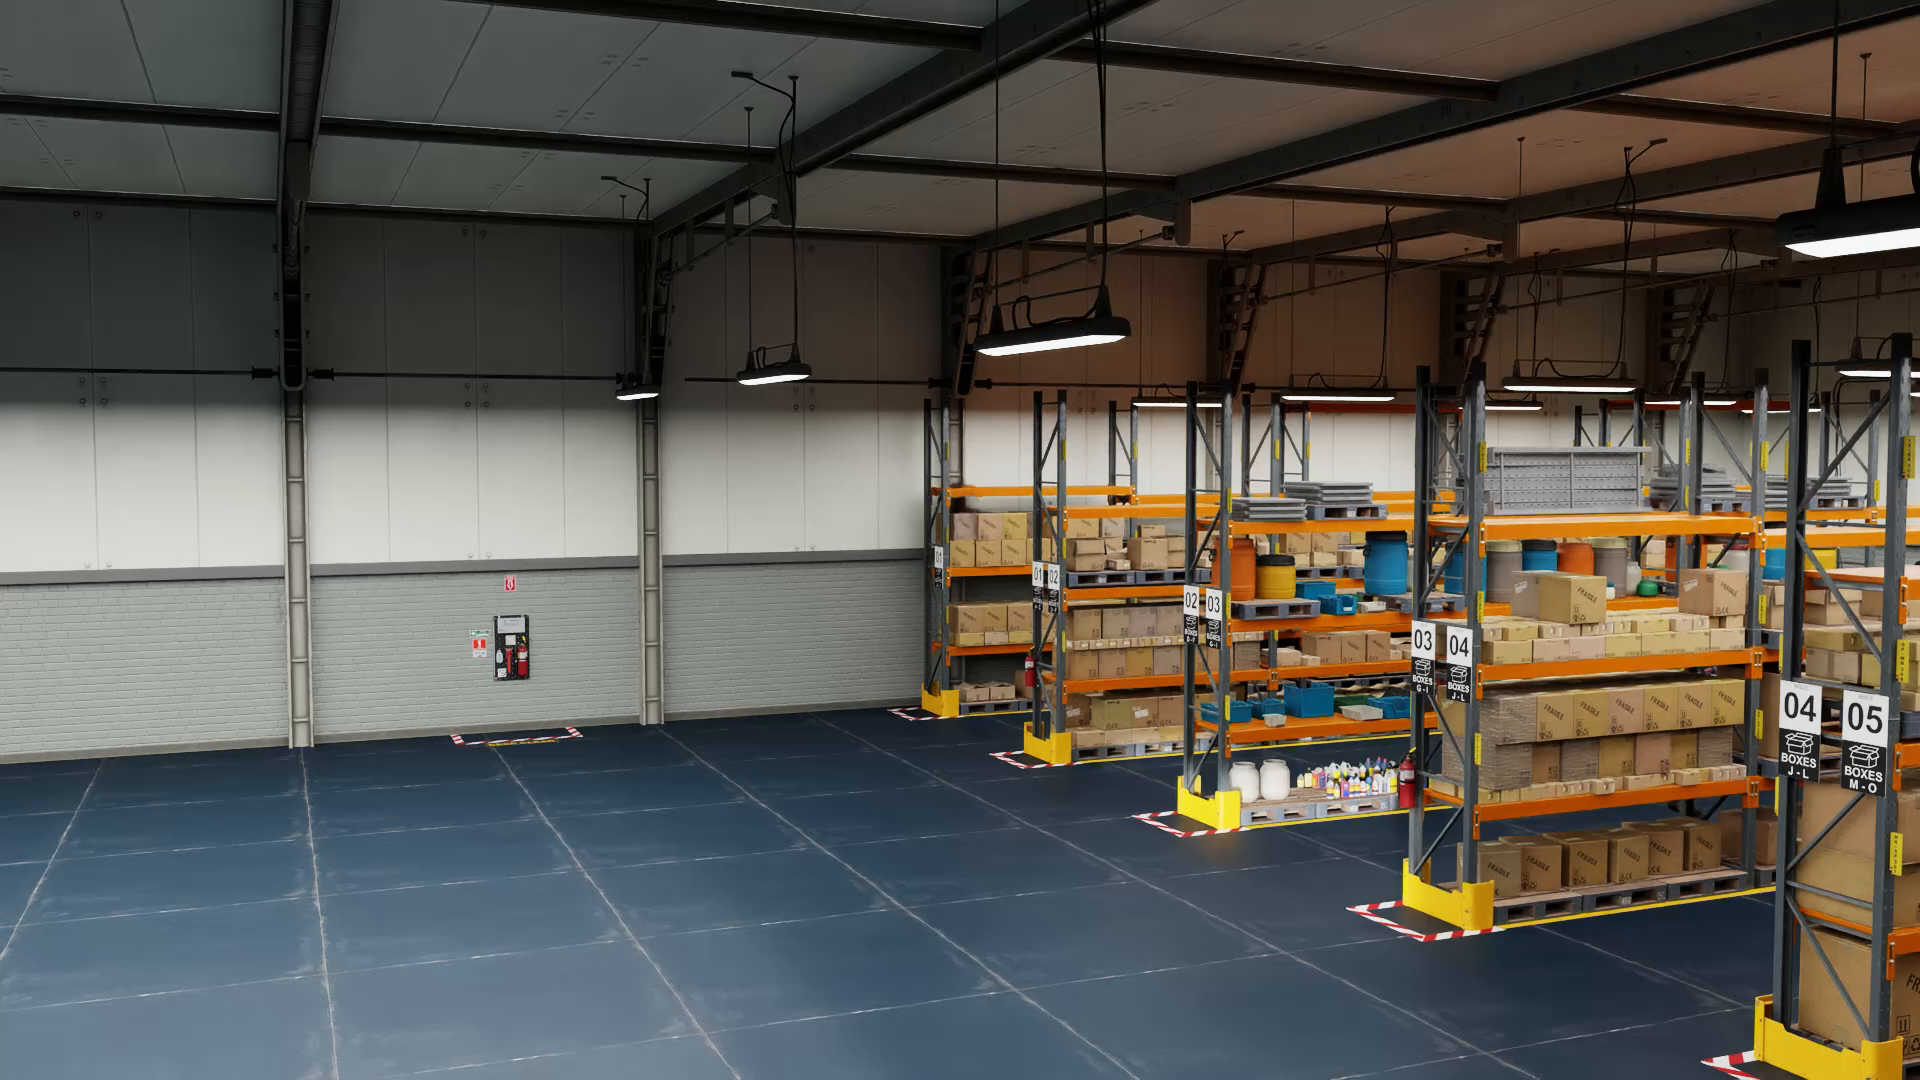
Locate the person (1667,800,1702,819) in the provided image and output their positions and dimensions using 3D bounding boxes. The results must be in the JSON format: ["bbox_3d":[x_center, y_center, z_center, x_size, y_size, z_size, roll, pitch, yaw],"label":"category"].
[{"bbox_3d":[9.451,3.072,21.506,0.665,1.624,0.464,-1,4,-24],"label":"person"}]
